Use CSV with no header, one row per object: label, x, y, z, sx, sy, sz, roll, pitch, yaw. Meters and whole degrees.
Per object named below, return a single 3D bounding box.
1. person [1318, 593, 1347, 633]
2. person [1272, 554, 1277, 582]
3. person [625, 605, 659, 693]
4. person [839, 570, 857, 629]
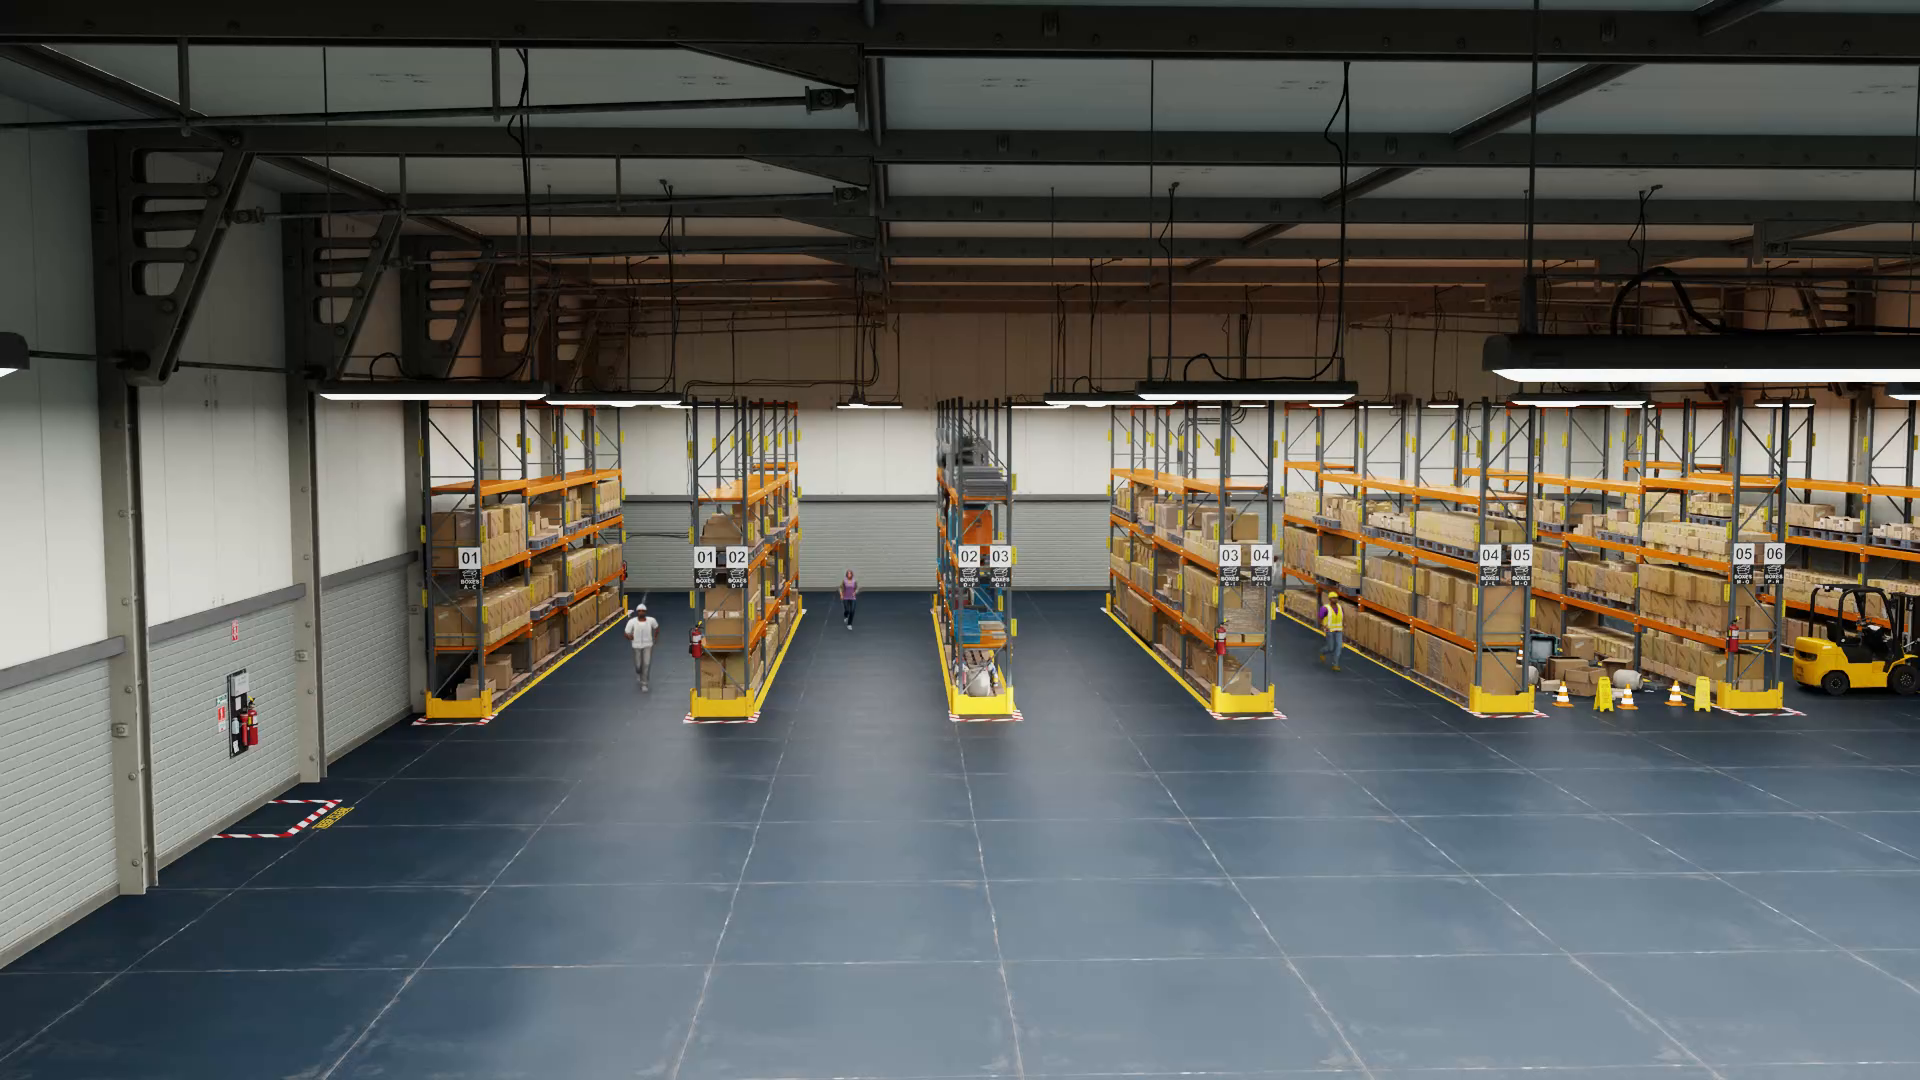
person,8.290,1.602,36.721,0.700,0.876,0.422,-1,5,-15
person,9.117,0.815,49.004,0.420,0.803,0.573,1,5,12
person,-6.524,2.211,34.141,0.699,1.758,0.905,-1,5,-13
person,-2.916,1.570,43.629,0.472,1.561,0.540,-1,5,-12
